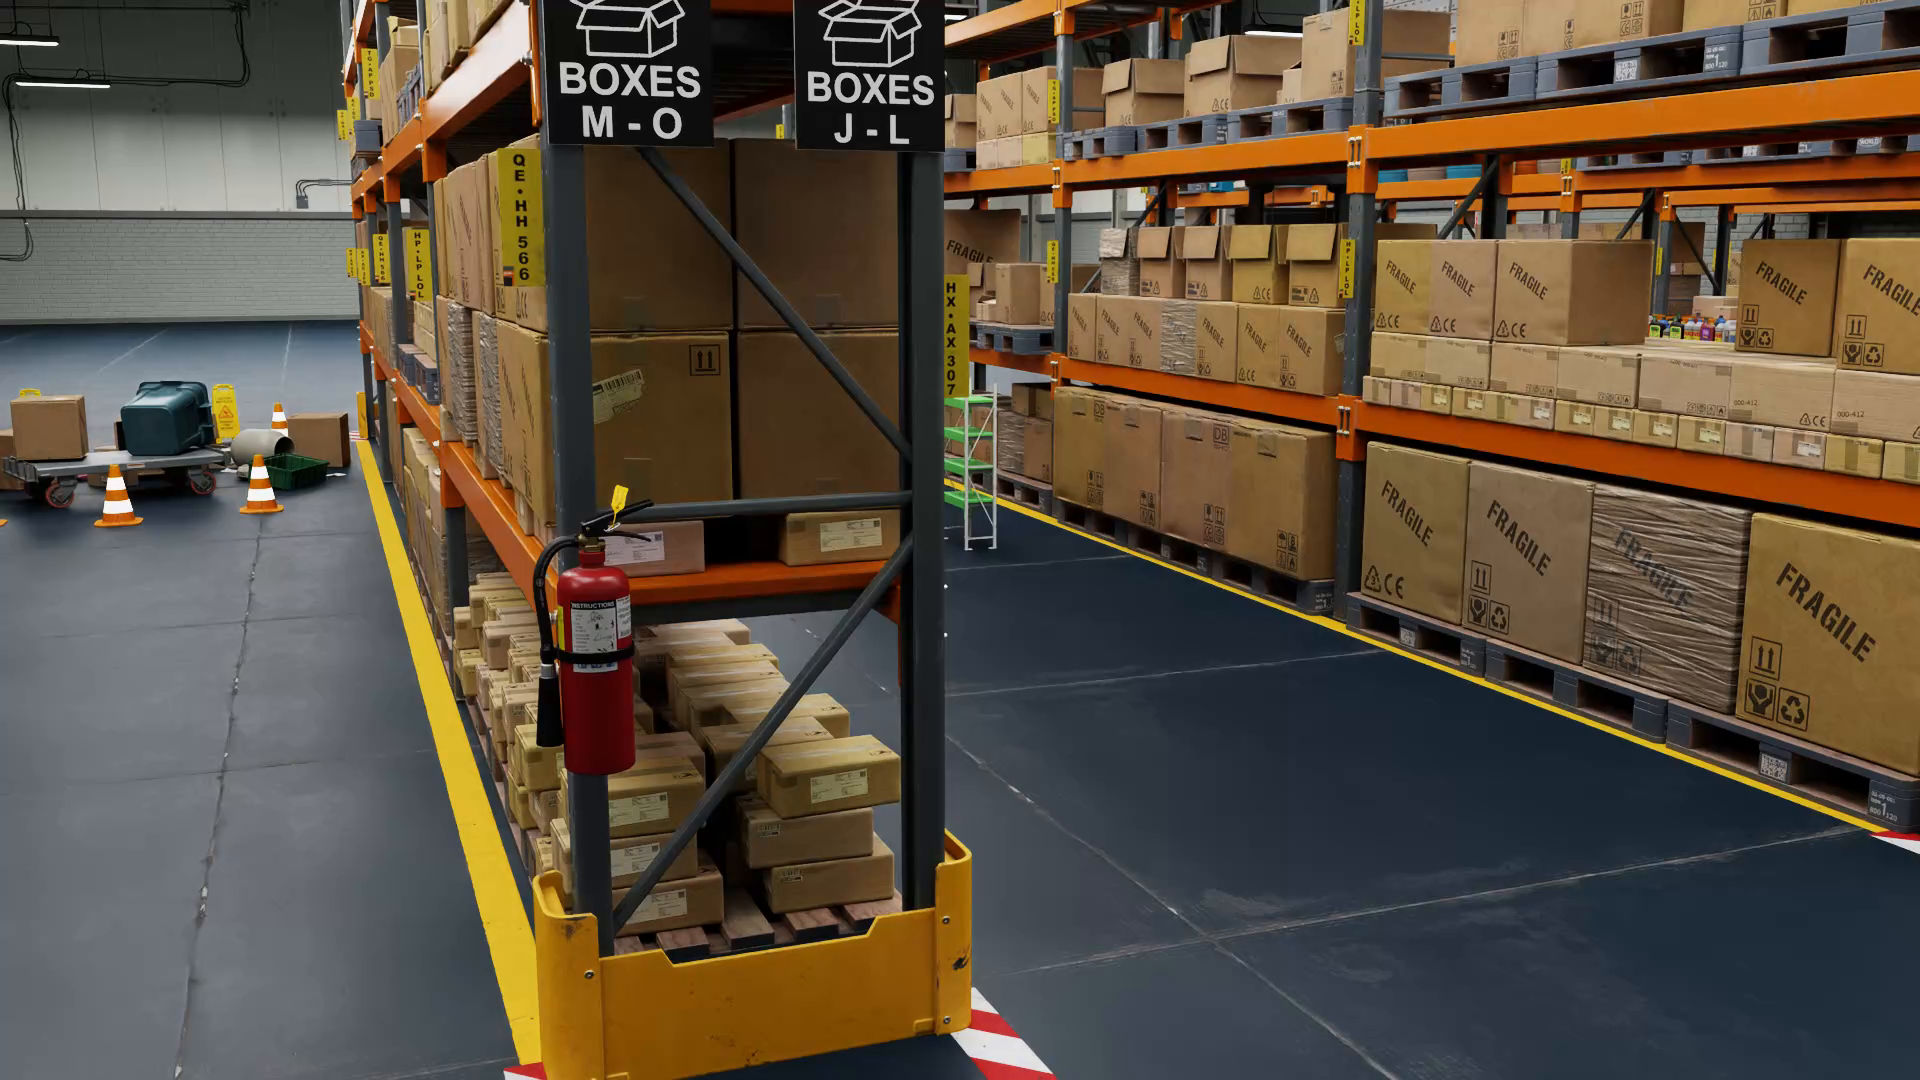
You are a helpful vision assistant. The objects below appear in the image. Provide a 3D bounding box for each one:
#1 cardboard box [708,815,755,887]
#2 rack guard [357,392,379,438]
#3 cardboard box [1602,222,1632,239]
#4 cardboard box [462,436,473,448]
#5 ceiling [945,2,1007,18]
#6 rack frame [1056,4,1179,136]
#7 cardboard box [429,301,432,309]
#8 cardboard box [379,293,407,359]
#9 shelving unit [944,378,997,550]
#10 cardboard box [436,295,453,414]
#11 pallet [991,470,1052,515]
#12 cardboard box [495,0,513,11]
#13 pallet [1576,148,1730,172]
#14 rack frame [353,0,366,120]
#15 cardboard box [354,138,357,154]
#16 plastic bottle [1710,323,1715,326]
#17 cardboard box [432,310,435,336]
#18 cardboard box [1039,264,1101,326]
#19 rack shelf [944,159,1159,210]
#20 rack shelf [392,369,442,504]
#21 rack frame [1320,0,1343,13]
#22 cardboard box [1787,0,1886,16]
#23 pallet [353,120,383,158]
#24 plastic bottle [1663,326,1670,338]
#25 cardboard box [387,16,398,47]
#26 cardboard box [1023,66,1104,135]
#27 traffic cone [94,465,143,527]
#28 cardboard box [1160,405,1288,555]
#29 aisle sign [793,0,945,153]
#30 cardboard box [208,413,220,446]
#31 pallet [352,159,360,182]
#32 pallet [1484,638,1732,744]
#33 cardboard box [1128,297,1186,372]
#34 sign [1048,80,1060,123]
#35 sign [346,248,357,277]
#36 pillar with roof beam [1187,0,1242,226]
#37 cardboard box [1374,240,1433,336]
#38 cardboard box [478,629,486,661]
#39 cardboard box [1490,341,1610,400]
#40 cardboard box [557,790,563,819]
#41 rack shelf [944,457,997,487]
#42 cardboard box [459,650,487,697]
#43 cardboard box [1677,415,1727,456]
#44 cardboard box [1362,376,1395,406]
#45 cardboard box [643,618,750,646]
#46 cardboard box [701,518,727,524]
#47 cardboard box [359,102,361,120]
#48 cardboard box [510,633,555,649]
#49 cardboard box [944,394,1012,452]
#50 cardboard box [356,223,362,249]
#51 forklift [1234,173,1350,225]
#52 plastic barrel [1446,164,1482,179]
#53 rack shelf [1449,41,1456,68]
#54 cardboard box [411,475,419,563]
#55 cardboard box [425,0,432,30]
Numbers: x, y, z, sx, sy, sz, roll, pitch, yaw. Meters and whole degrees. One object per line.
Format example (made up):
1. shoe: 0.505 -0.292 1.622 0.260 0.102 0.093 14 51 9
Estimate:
1. cardboard box: -0.591 0.974 5.322 0.380 0.149 0.250 -4 11 -21
2. rack guard: -6.335 -1.465 19.226 1.175 0.500 0.348 -4 11 -21
3. cardboard box: 8.666 -3.807 21.268 0.700 0.500 0.500 -4 11 -21
4. cardboard box: -2.017 -0.504 7.408 0.380 0.149 0.250 -4 11 -19
5. ceiling: 1.271 -16.077 51.413 6.000 0.001 6.000 -4 11 -21
6. rack frame: 1.232 -4.637 12.796 1.000 3.000 0.127 -4 11 -21
7. cardboard box: -2.876 -1.418 9.648 0.380 0.149 0.250 -4 11 -22
8. cardboard box: -4.201 -1.654 12.870 0.500 0.500 0.500 -4 11 -22
9. shelving unit: 0.060 -0.564 12.163 0.258 1.200 0.503 -4 11 -21
10. cardboard box: -2.033 -0.831 7.394 0.500 0.500 0.500 -4 11 -22
11. pallet: 0.950 -0.439 14.283 1.003 0.211 1.213 -4 11 -21
12. cardboard box: -0.940 -1.540 4.377 0.500 0.250 0.500 -4 11 -22
13. pallet: 6.035 -3.251 14.105 1.003 0.211 1.213 -4 11 -21
14. rack frame: -4.877 -4.992 14.789 1.000 3.000 0.127 -4 11 -21
15. cardboard box: -5.770 -3.895 16.417 0.380 0.149 0.250 -4 11 -21
16. plastic bottle: 6.537 -1.788 14.473 0.097 0.201 0.097 0 10 0
17. cardboard box: -2.787 -1.229 9.436 0.380 0.149 0.250 -4 11 -21
18. cardboard box: 0.999 -2.025 13.757 0.500 0.500 0.500 -5 11 -28
19. rack shelf: 0.508 -3.133 14.957 1.077 0.370 4.000 -4 11 -21
20. rack shelf: -2.702 -0.705 9.872 1.077 0.370 4.000 -4 11 -21
21. rack frame: 4.399 -5.605 18.233 1.000 3.000 0.127 -4 11 -21
22. cardboard box: 3.801 -2.341 6.680 0.700 0.500 0.500 -4 11 -23
23. pallet: -3.710 -2.871 11.970 1.213 0.211 1.003 -3 11 -18
24. plastic bottle: 5.937 -1.691 13.930 0.097 0.201 0.097 0 10 0
25. cardboard box: -3.351 -3.121 10.363 0.396 0.266 0.258 -4 11 -21
26. cardboard box: 0.826 -3.518 13.354 0.500 0.500 0.500 -4 11 -19
27. traffic cone: -6.662 -0.361 13.130 0.336 0.463 0.334 -4 11 -21
28. cardboard box: 2.107 -0.441 11.200 1.225 0.875 0.875 -4 11 -23
29. aisle sign: -0.222 -1.367 4.115 0.394 0.787 0.004 -4 11 -21
30. cardboard box: -7.907 -1.006 16.636 0.637 0.503 0.797 5 11 28
31. pallet: -6.048 -4.004 18.053 1.003 0.211 1.213 -4 11 -21
32. pallet: 3.330 0.671 8.048 1.003 0.211 1.213 -4 11 -21
33. cardboard box: 1.533 -1.469 11.828 0.500 0.500 0.500 -4 11 -22
34. sign: 0.726 -3.381 12.821 0.100 0.325 0.005 -4 11 -21
35. sign: -6.846 -3.122 18.710 0.100 0.325 0.005 -4 11 -21
36. pillar with roof beam: 2.708 -9.492 40.086 9.100 9.000 0.548 -4 11 -21
37. cardboard box: 2.617 -1.378 9.041 0.500 0.500 0.500 -4 11 -21
38. cardboard box: -1.969 0.433 7.513 0.380 0.149 0.250 -4 11 -20
39. cardboard box: 2.976 -0.844 8.181 0.500 0.250 0.500 -4 11 -19
40. cardboard box: -1.030 0.857 5.132 0.380 0.149 0.250 -4 11 -22
41. rack shelf: 0.060 -0.501 12.174 0.258 0.148 0.480 -4 11 -21
42. cardboard box: -2.049 0.587 7.494 0.380 0.149 0.250 -4 11 -19
43. cardboard box: 3.324 -0.458 7.148 0.380 0.149 0.250 -4 11 -22
44. cardboard box: 2.479 -0.838 9.282 0.380 0.149 0.250 -4 11 -21
45. cardboard box: -1.065 0.421 6.730 0.380 0.149 0.250 -4 11 -23
46. cardboard box: -0.740 -0.150 5.413 0.380 0.149 0.250 -3 11 -18
47. cardboard box: -5.294 -3.908 15.354 0.500 0.250 0.500 -4 11 -22
48. cardboard box: -1.556 0.455 6.542 0.380 0.149 0.250 -4 11 -23
49. cardboard box: 0.141 -1.142 16.156 0.700 0.500 0.500 -4 11 -21
50. cardboard box: -5.866 -3.050 17.489 0.875 0.550 0.550 -4 11 -21
51. forklift: 2.973 -1.924 14.867 1.130 2.935 3.031 2 10 9
52. plastic barrel: 5.260 -4.092 16.862 0.600 0.901 0.708 -4 11 -21
53. rack shelf: 5.124 -4.727 16.496 1.077 0.370 4.000 -4 11 -21
54. cardboard box: -3.223 -0.148 10.626 0.500 0.500 0.500 -4 11 -20
55. cardboard box: -2.027 -2.288 7.153 0.500 0.250 0.500 -4 11 -19
